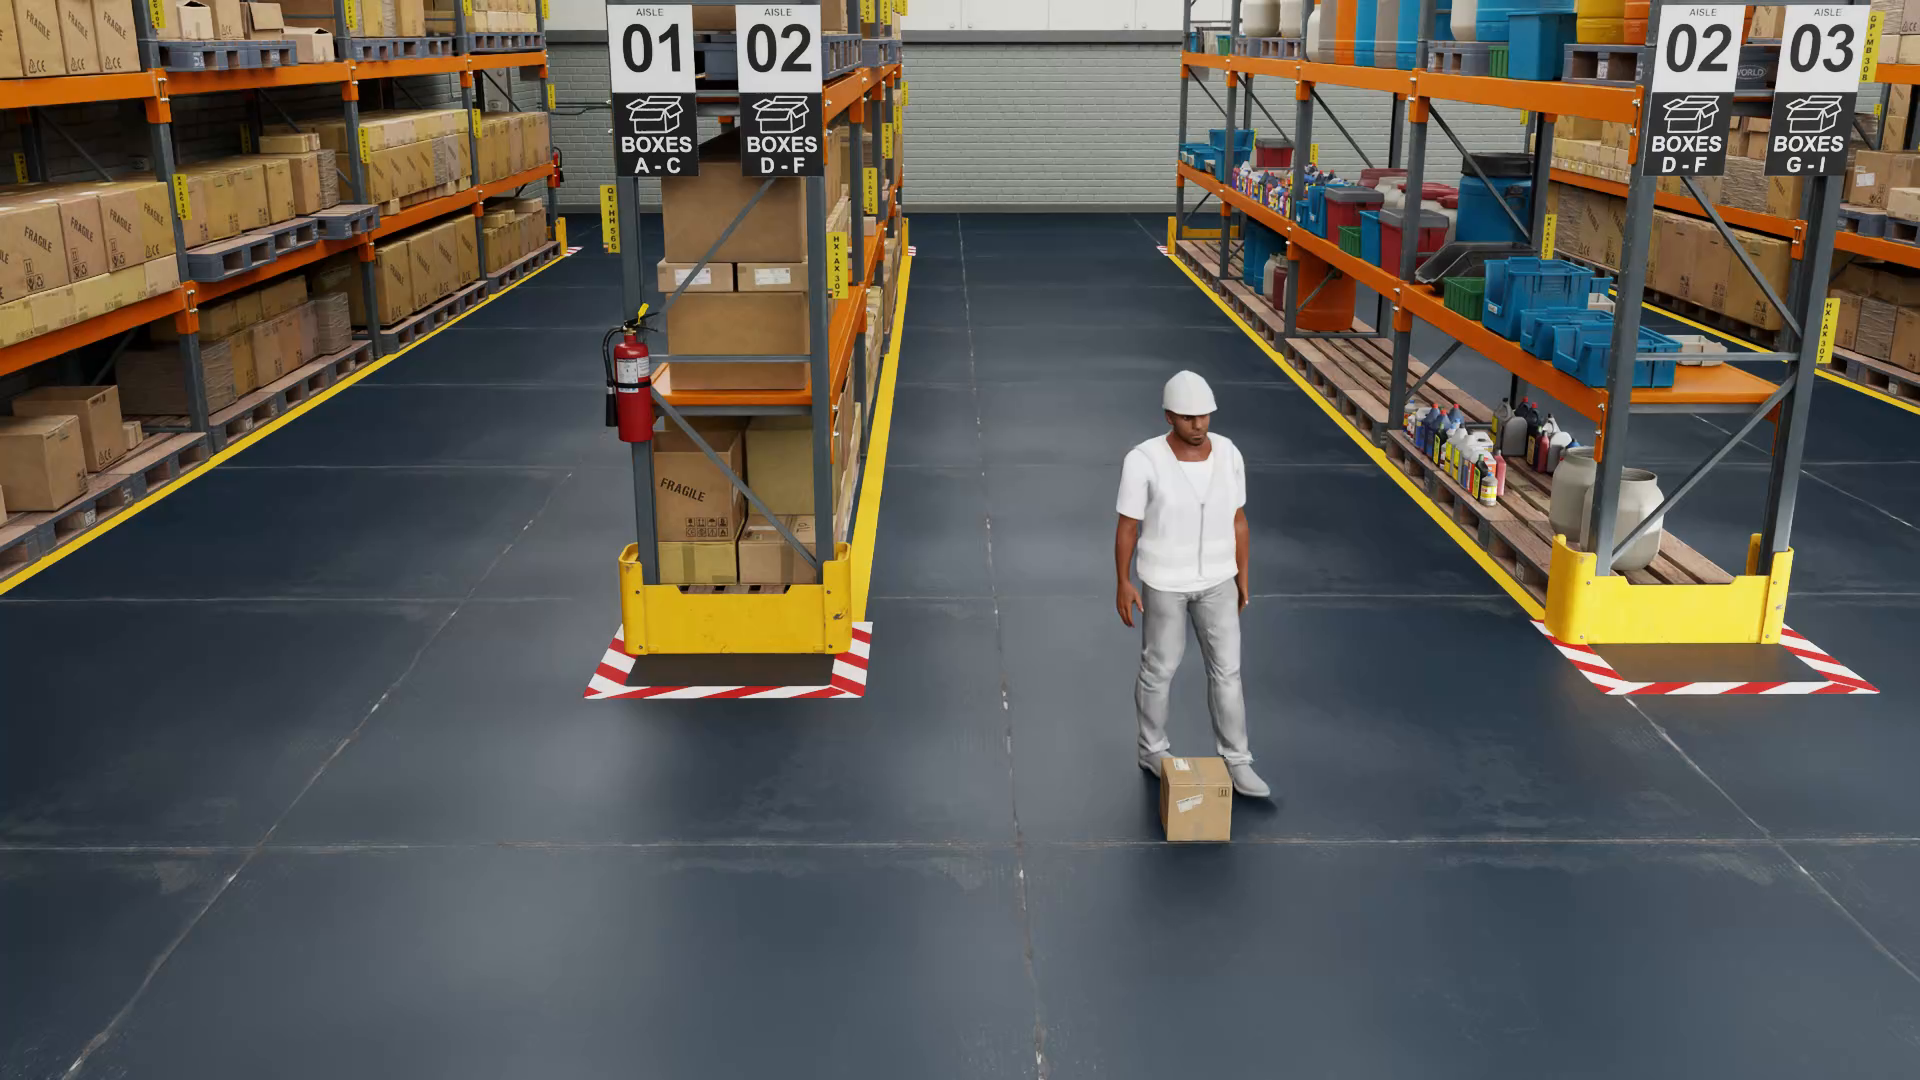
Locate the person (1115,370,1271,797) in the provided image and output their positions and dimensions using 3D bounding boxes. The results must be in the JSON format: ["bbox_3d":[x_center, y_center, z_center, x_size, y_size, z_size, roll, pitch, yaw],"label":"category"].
[{"bbox_3d":[0.970,0.198,6.834,0.584,1.767,0.617,-4,18,-14],"label":"person"}]
